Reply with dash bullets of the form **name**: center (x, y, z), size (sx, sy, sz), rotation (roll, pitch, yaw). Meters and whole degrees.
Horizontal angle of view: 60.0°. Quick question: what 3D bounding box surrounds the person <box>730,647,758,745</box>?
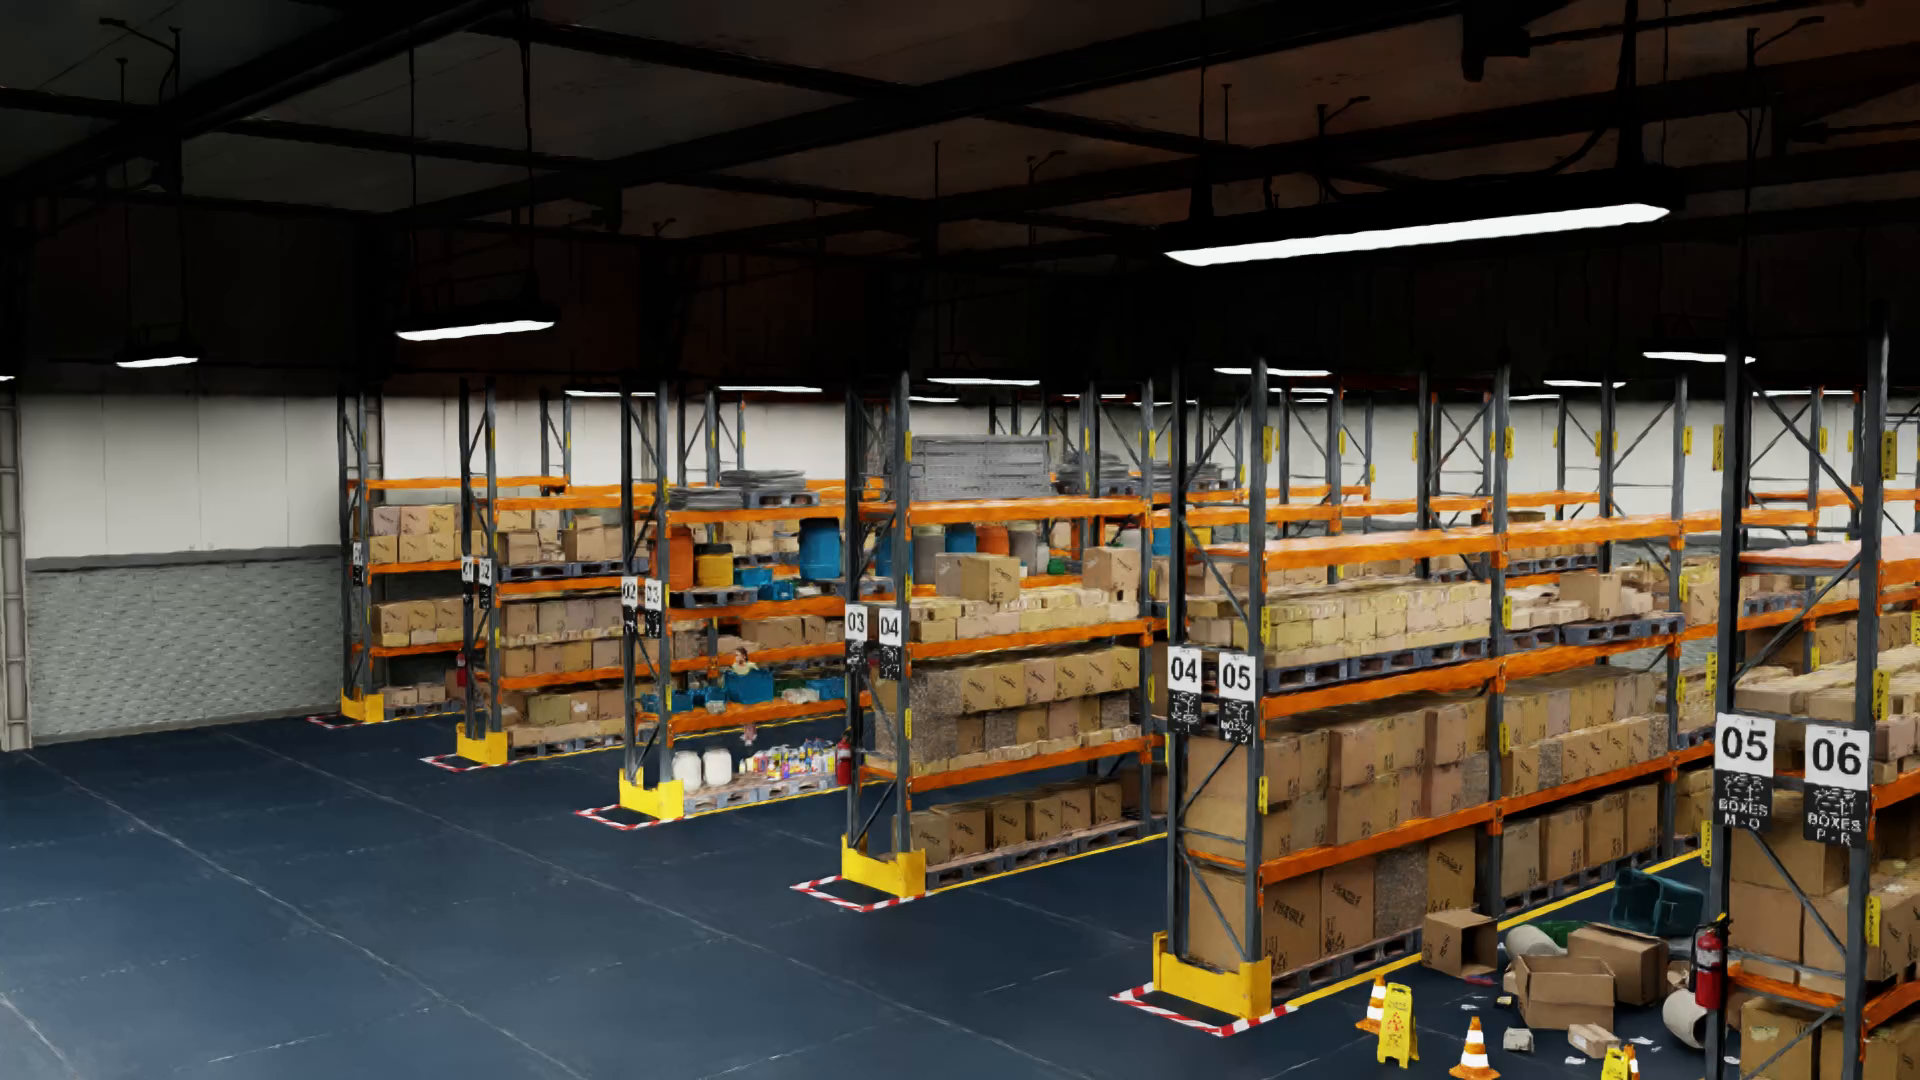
- **person**: center (-3.519, 2.550, 27.479), size (0.625, 1.607, 0.808), rotation (2, 4, 31)
